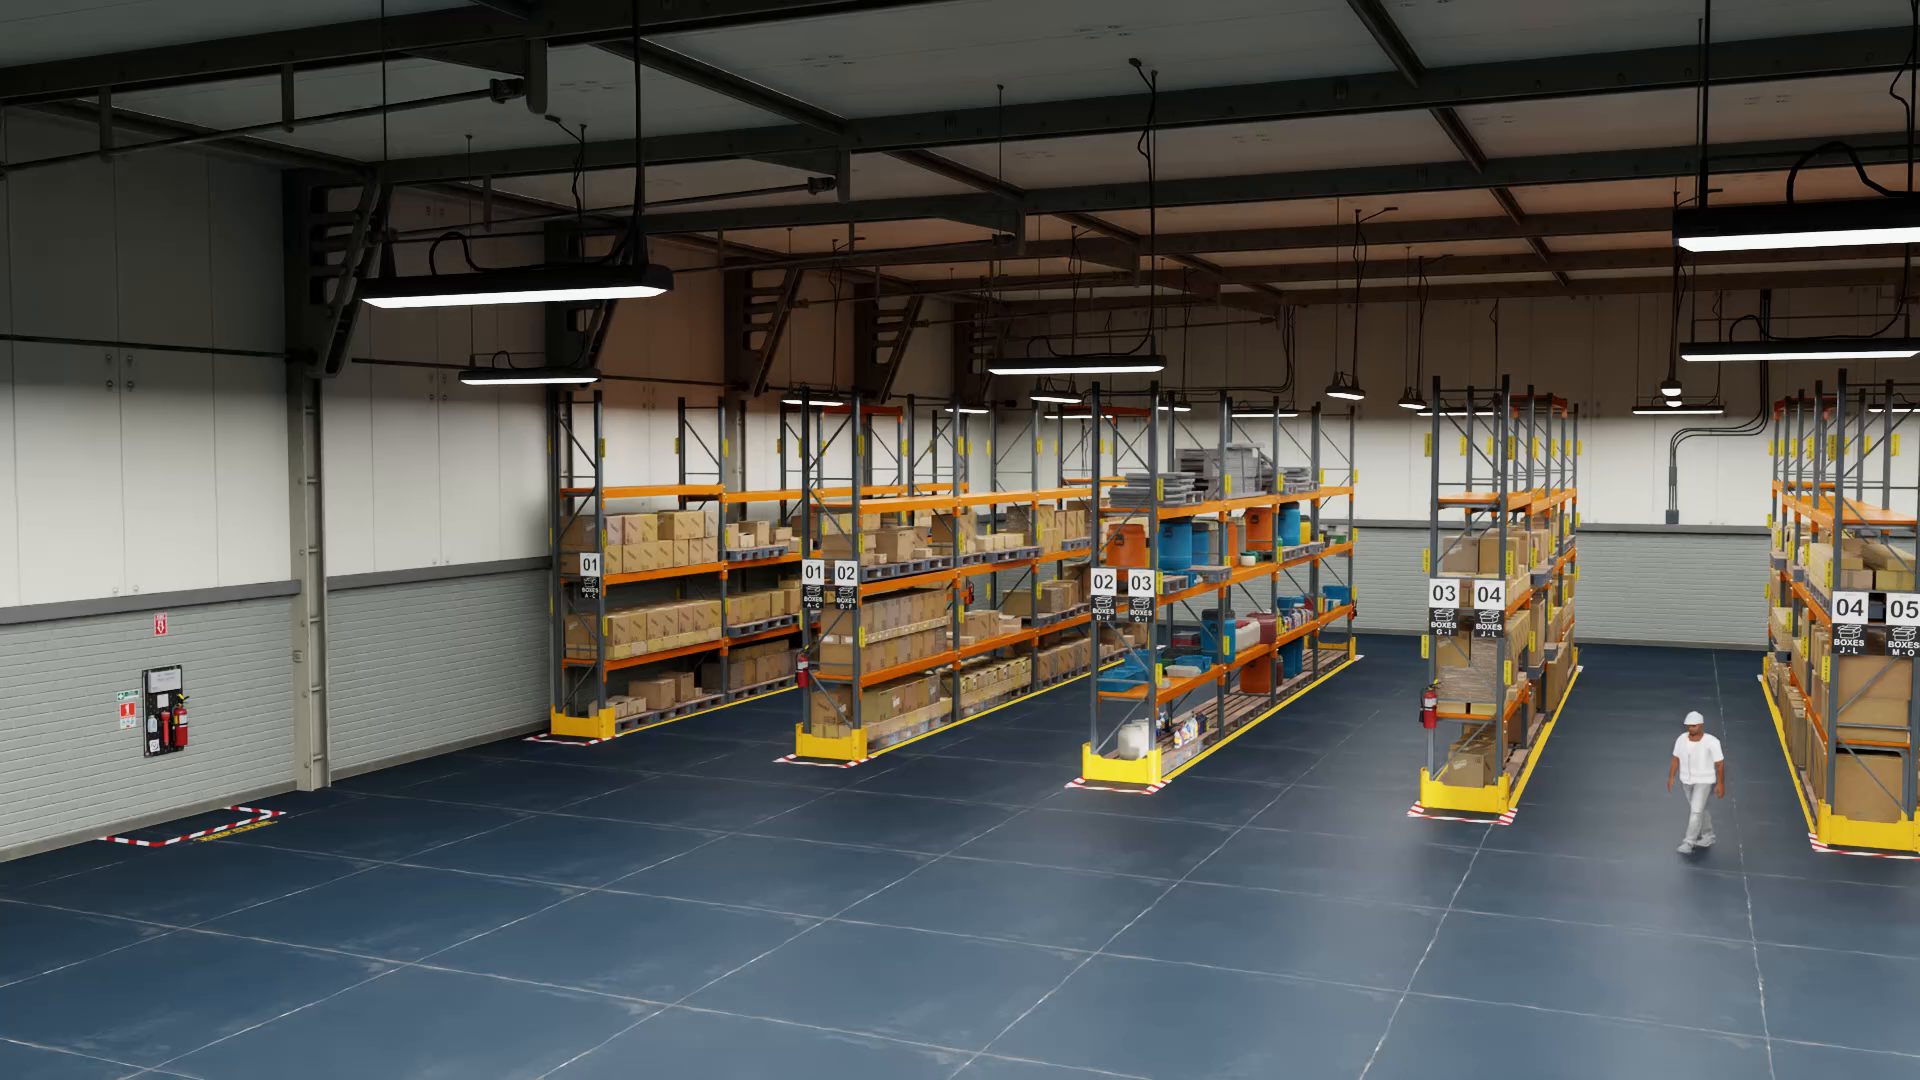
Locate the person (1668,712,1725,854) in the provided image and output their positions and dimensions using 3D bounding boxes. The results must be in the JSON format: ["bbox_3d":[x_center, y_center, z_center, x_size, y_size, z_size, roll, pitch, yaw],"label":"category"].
[{"bbox_3d":[9.043,2.979,20.547,1.029,1.711,0.585,-2,4,-30],"label":"person"}]
